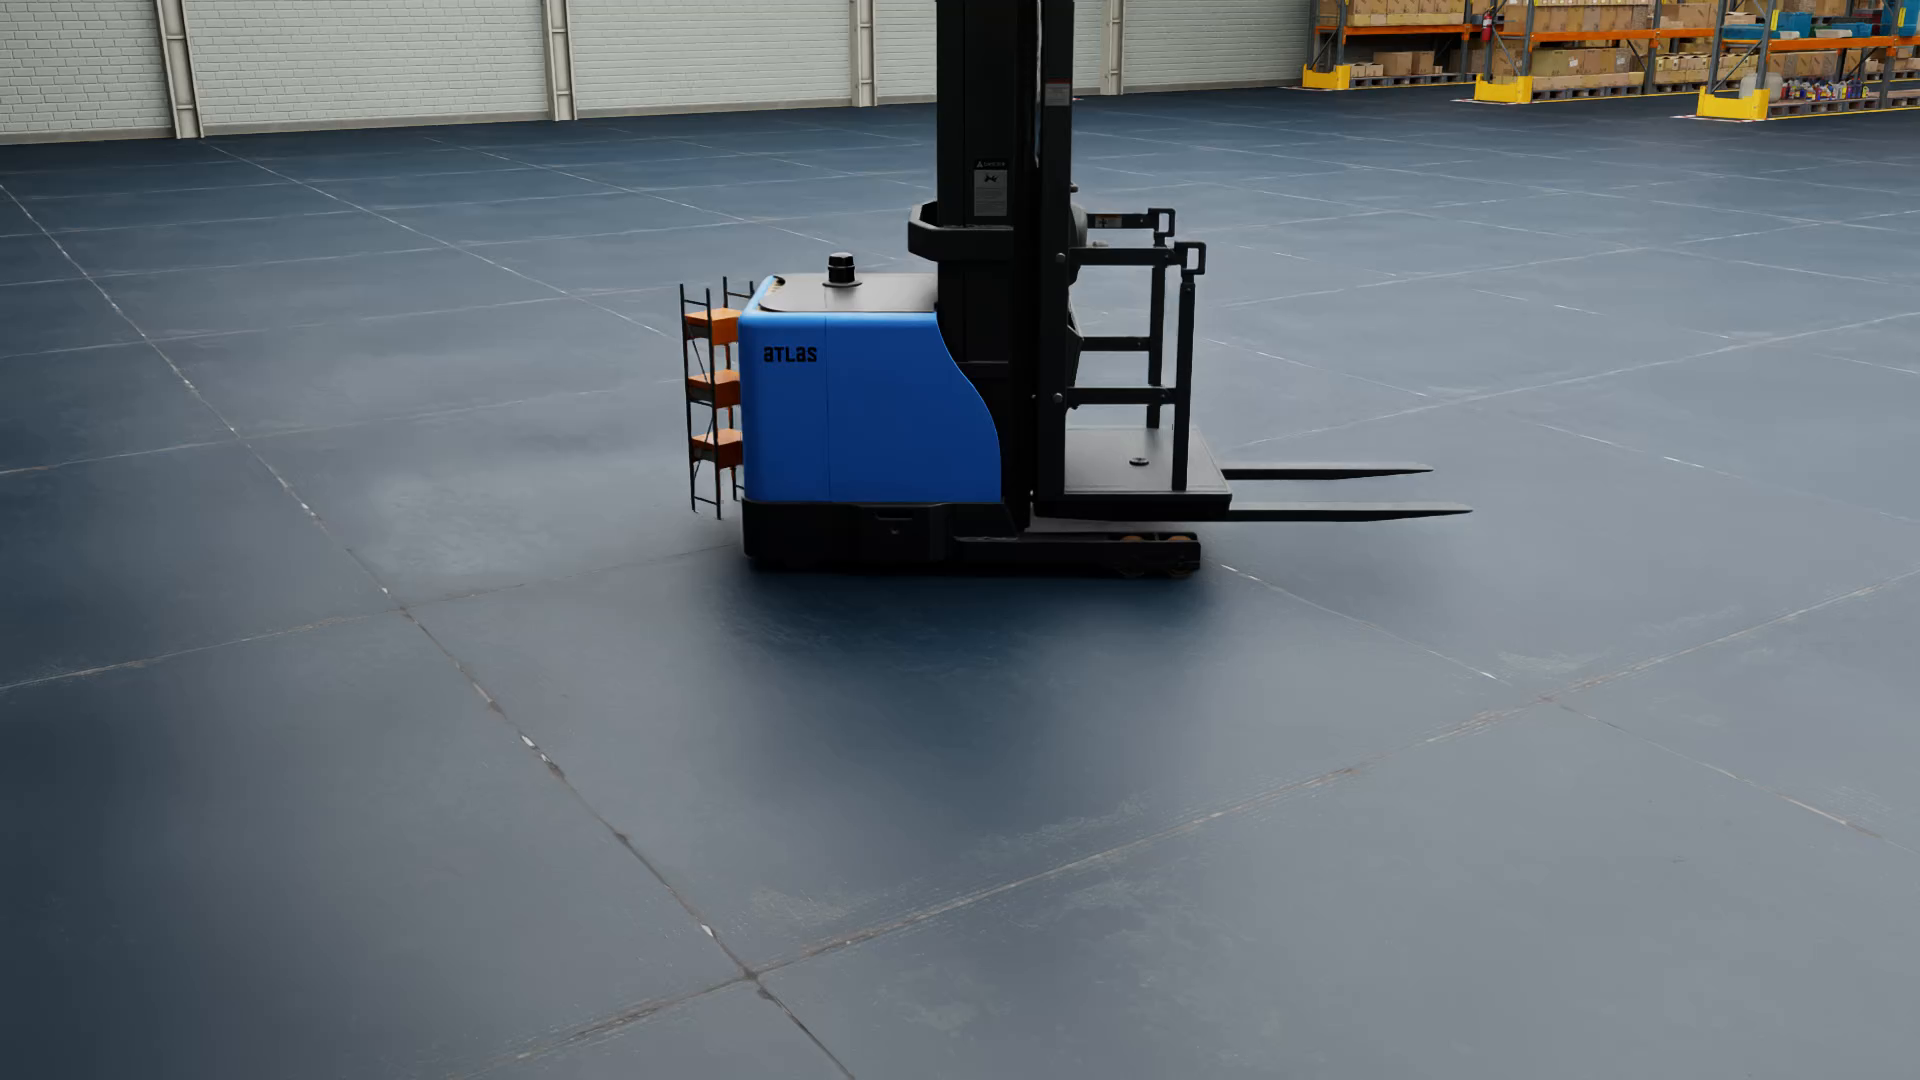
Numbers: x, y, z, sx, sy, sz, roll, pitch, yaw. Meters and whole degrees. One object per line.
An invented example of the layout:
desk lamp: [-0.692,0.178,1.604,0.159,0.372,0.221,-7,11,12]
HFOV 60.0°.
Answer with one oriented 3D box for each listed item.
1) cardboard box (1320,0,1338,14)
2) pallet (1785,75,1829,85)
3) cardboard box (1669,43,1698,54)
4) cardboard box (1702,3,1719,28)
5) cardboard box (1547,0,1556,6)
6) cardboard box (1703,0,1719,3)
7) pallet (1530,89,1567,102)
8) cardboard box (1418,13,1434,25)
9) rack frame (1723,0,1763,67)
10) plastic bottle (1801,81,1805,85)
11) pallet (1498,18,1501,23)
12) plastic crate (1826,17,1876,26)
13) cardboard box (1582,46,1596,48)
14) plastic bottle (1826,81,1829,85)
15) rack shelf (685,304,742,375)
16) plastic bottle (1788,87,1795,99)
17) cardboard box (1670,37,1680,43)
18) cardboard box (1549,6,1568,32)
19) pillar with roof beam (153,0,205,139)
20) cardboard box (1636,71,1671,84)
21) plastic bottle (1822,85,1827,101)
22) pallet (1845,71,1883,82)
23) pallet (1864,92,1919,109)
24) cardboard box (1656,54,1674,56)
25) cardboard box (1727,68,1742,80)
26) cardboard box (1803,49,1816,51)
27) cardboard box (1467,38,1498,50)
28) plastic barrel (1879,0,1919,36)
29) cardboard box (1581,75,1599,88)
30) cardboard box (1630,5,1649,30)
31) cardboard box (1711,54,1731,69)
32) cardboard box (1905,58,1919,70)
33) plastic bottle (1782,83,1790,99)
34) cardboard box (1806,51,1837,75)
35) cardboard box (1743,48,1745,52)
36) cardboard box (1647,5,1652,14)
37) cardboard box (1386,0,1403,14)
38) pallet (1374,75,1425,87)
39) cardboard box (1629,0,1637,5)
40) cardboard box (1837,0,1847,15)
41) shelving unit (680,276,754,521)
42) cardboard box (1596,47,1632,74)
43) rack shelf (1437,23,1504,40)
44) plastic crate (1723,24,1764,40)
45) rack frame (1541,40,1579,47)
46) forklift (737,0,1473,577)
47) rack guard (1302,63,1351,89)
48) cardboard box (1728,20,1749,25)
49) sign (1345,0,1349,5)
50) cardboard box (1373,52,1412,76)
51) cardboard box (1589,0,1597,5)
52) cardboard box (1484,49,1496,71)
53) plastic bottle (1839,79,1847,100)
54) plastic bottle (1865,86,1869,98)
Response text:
cardboard box: [8.355,-11.922,36.858,0.500,0.500,0.500,-12,22,-32]
pallet: [19.150,-10.587,38.232,1.213,0.211,1.003,-12,22,-31]
cardboard box: [18.782,-12.721,43.437,0.500,0.500,0.700,-12,22,-31]
cardboard box: [16.095,-11.321,35.891,0.500,0.500,0.500,-13,23,-34]
cardboard box: [11.471,-10.578,32.680,0.250,0.149,0.380,-13,22,-33]
cardboard box: [19.175,-13.963,43.393,0.700,0.700,0.980,-13,22,-33]
pallet: [11.422,-8.989,33.504,1.213,0.211,1.003,-12,22,-31]
cardboard box: [10.358,-11.789,37.634,0.500,0.250,0.500,-12,22,-32]
rack frame: [17.488,-11.573,36.794,0.127,3.000,1.000,-12,22,-31]
plastic bottle: [15.647,-8.382,30.910,0.133,0.283,0.061,-11,21,-29]
pallet: [13.129,-12.447,39.678,1.213,0.211,1.003,-12,22,-31]
plastic crate: [16.361,-9.455,30.627,0.504,0.338,0.767,-12,22,-31]
cardboard box: [13.174,-10.032,34.702,0.500,0.500,0.500,-12,22,-31]
plastic bottle: [16.165,-8.433,31.060,0.133,0.283,0.061,-12,22,-31]
rack shelf: [-1.071,-0.894,7.398,0.215,0.259,0.240,16,25,40]
plastic bottle: [15.246,-8.193,30.479,0.097,0.201,0.097,0,19,0]
cardboard box: [18.551,-13.056,43.415,0.250,0.149,0.380,-12,22,-32]
cardboard box: [11.639,-10.384,33.120,0.500,0.500,0.700,-11,22,-30]
pillar with roof beam: [-9.489,-9.306,20.721,0.400,9.000,9.100,-12,22,-31]
cardboard box: [14.620,-9.770,35.097,0.500,0.250,0.500,-13,22,-33]
plastic bottle: [15.583,-8.068,30.000,0.097,0.271,0.097,0,19,0]
pallet: [21.402,-11.077,39.682,1.213,0.211,1.003,-12,22,-31]
pallet: [17.503,-8.371,31.676,1.213,0.211,1.003,-12,22,-31]
cardboard box: [15.177,-10.359,35.965,0.500,0.311,0.500,-12,22,-32]
cardboard box: [16.754,-10.220,36.429,0.500,0.250,0.500,-12,22,-32]
cardboard box: [19.455,-11.461,38.508,0.500,0.250,0.500,-12,22,-31]
cardboard box: [12.391,-11.785,39.466,0.500,0.250,0.500,-12,22,-33]
plastic barrel: [17.357,-9.768,30.670,0.708,0.901,0.600,-12,22,-31]
cardboard box: [12.630,-9.359,33.883,0.500,0.250,0.500,-12,22,-31]
cardboard box: [13.780,-10.836,34.458,0.500,0.500,0.700,-13,22,-33]
cardboard box: [16.332,-10.396,36.073,0.500,0.311,0.500,-12,22,-32]
cardboard box: [23.040,-11.567,40.383,0.500,0.250,0.500,-12,22,-31]
plastic bottle: [15.105,-8.210,30.399,0.133,0.283,0.061,-12,22,-31]
cardboard box: [19.737,-10.965,38.212,0.500,0.500,0.500,-12,22,-31]
cardboard box: [20.912,-13.171,44.769,0.500,0.500,0.700,-12,22,-31]
cardboard box: [17.009,-13.472,41.760,0.500,0.500,0.500,-12,22,-31]
cardboard box: [9.496,-11.960,36.969,0.500,0.500,0.500,-13,22,-33]
pallet: [9.858,-10.528,38.057,1.213,0.211,1.003,-12,22,-31]
cardboard box: [13.613,-11.028,34.013,0.250,0.149,0.380,-13,22,-33]
cardboard box: [20.310,-12.500,38.725,0.700,0.500,0.500,14,23,35]
shelving unit: [-1.071,-0.636,7.485,0.215,1.050,0.252,16,25,40]
cardboard box: [13.456,-9.895,34.297,0.500,0.500,0.500,-12,22,-31]
rack shelf: [13.090,-12.204,39.785,4.000,0.370,1.077,-12,22,-31]
plastic crate: [13.781,-8.936,29.226,0.616,0.251,0.499,-12,22,-31]
rack frame: [14.760,-12.898,40.711,0.127,3.000,1.000,-12,22,-31]
forklift: [0.621,-1.409,6.835,3.031,2.935,1.130,0,19,0]
rack guard: [8.142,-10.318,36.983,0.348,0.500,1.175,-12,22,-31]
cardboard box: [16.888,-11.222,36.147,0.250,0.149,0.380,-12,22,-31]
sign: [8.377,-11.753,35.975,0.005,0.325,0.100,-12,22,-31]
cardboard box: [9.822,-10.827,37.802,0.500,0.500,0.700,-14,23,-35]
cardboard box: [12.537,-10.801,33.340,0.250,0.149,0.380,-12,22,-31]
cardboard box: [12.429,-11.456,39.663,0.500,0.500,0.700,-12,22,-32]
plastic bottle: [16.059,-8.215,30.311,0.185,0.351,0.144,-12,22,-32]
plastic bottle: [16.736,-8.279,30.731,0.097,0.201,0.097,0,19,0]
